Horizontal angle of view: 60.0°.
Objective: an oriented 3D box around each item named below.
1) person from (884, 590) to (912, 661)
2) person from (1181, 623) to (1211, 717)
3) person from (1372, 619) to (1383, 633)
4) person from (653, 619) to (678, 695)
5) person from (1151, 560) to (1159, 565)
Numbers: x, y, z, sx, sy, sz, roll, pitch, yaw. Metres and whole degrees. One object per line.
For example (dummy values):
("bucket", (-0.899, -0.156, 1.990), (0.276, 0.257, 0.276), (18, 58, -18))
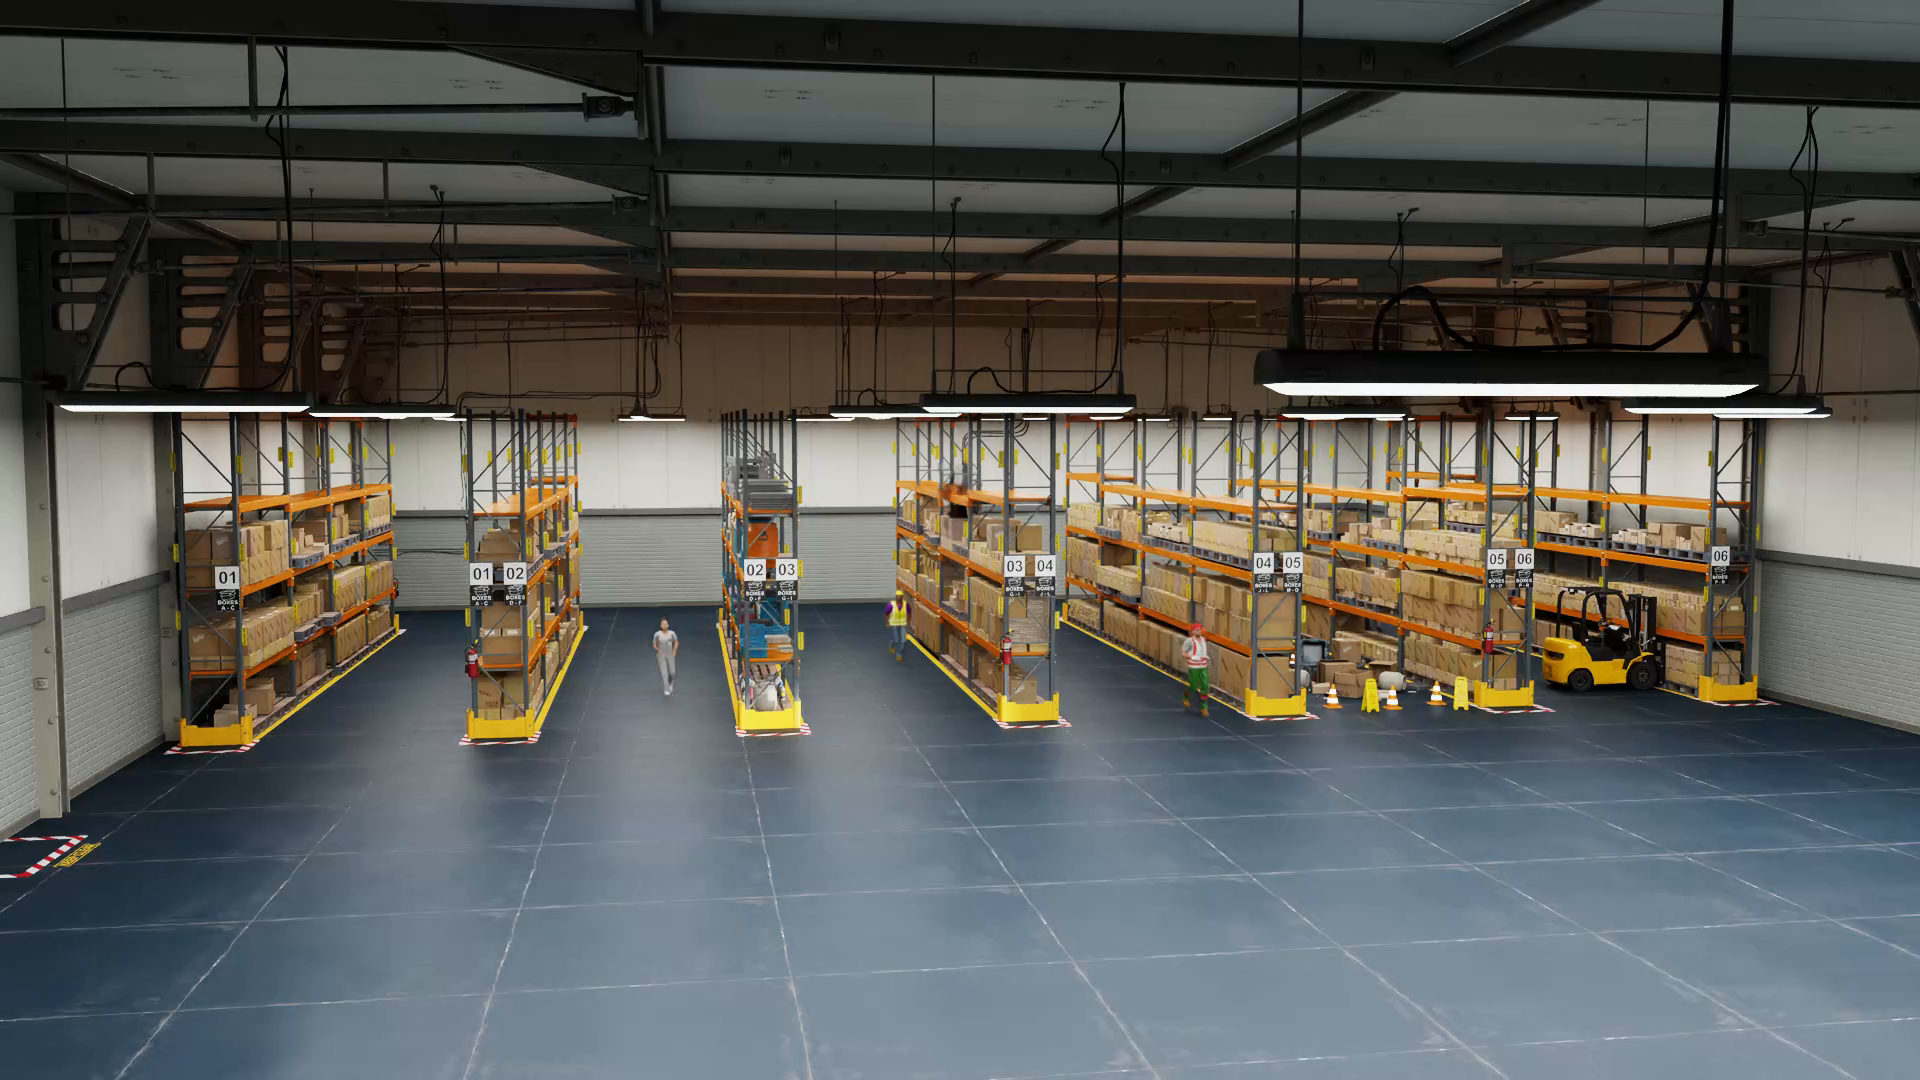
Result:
("person", (-1.494, 2.061, 40.327), (0.686, 1.711, 0.624), (-1, 4, -15))
("person", (4.667, 2.546, 32.876), (0.688, 1.824, 0.902), (-2, 4, -26))
("person", (11.010, 1.753, 44.649), (0.663, 1.768, 0.908), (-1, 4, -9))
("person", (-6.177, 2.465, 34.932), (0.539, 1.626, 0.541), (-1, 4, -15))
("person", (6.028, 1.432, 50.364), (0.734, 1.588, 0.537), (0, 4, -4))
